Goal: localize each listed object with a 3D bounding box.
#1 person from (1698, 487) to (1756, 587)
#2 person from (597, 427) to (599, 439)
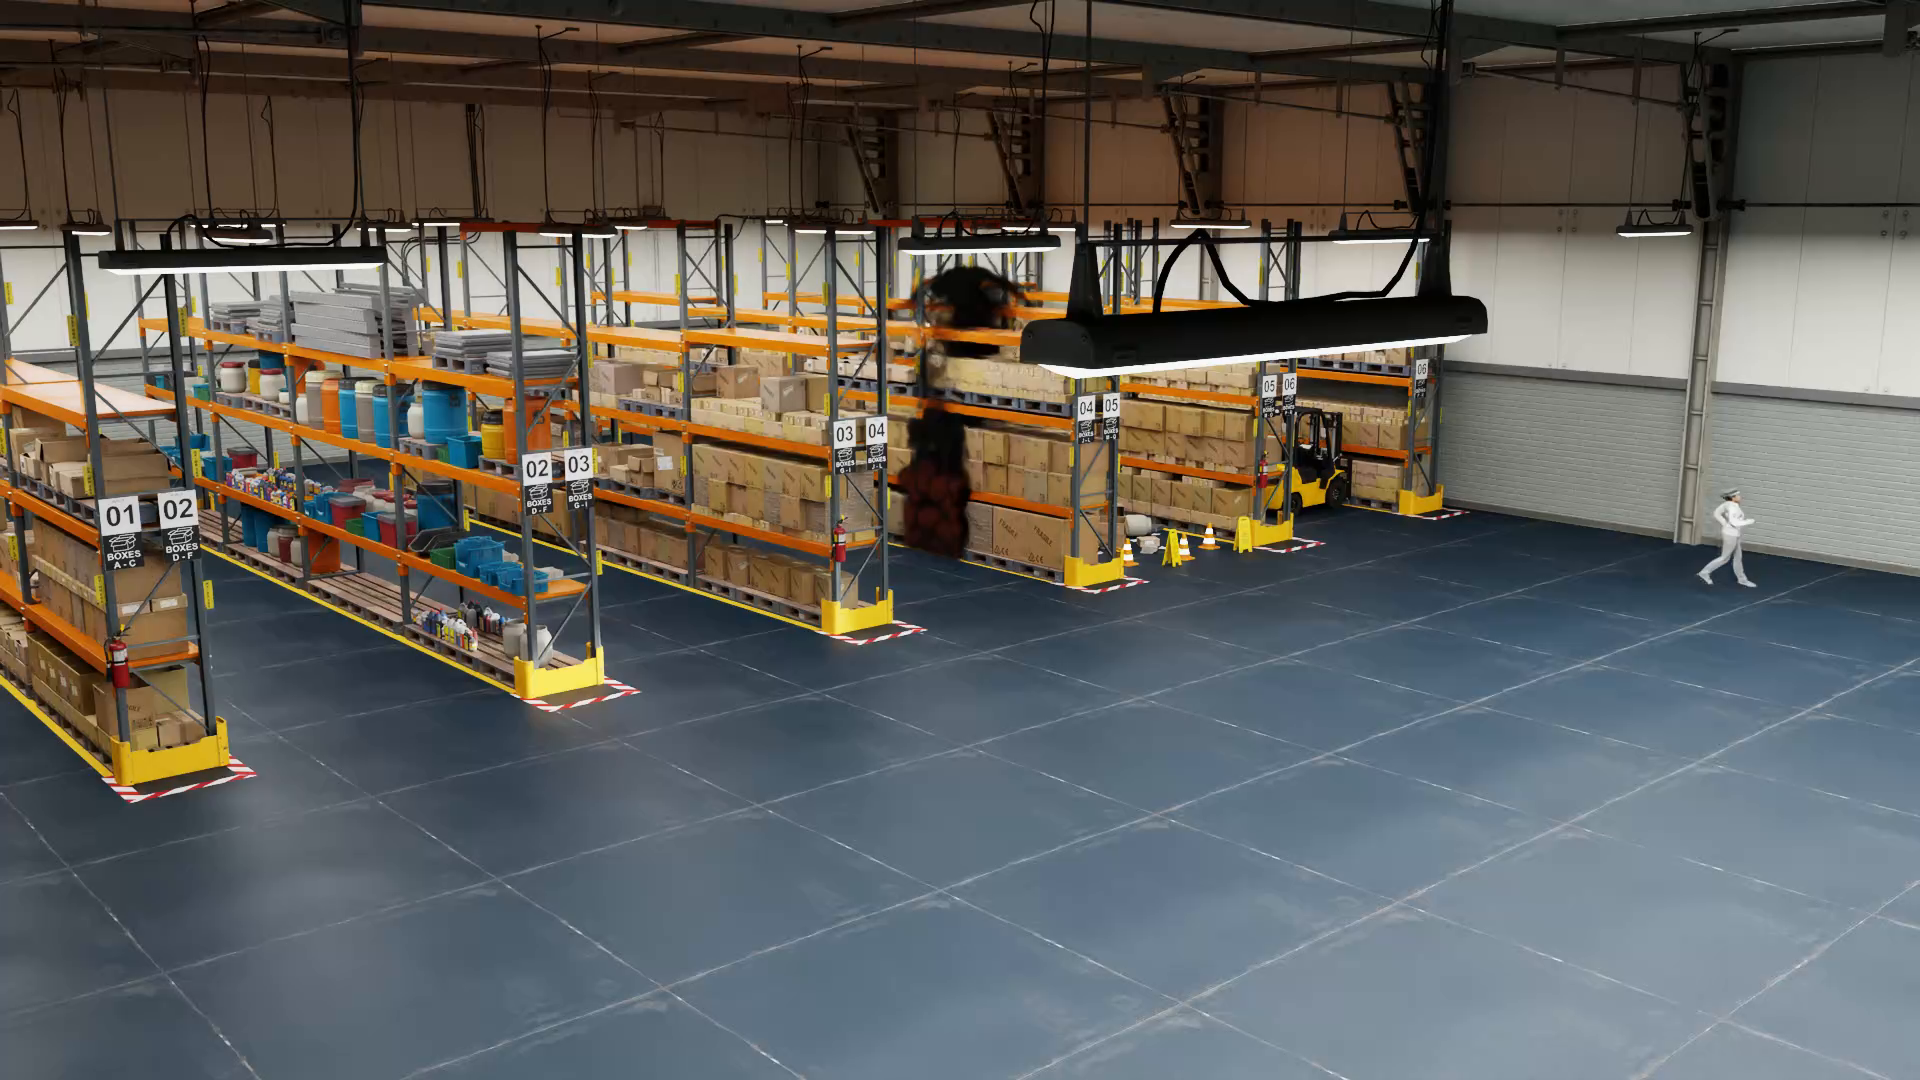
[{"bbox_3d":[12.838,-0.059,27.687,0.910,1.688,0.610,4,12,19],"label":"person"},{"bbox_3d":[-8.536,-2.040,37.928,0.732,1.631,0.887,-7,13,-31],"label":"person"}]
